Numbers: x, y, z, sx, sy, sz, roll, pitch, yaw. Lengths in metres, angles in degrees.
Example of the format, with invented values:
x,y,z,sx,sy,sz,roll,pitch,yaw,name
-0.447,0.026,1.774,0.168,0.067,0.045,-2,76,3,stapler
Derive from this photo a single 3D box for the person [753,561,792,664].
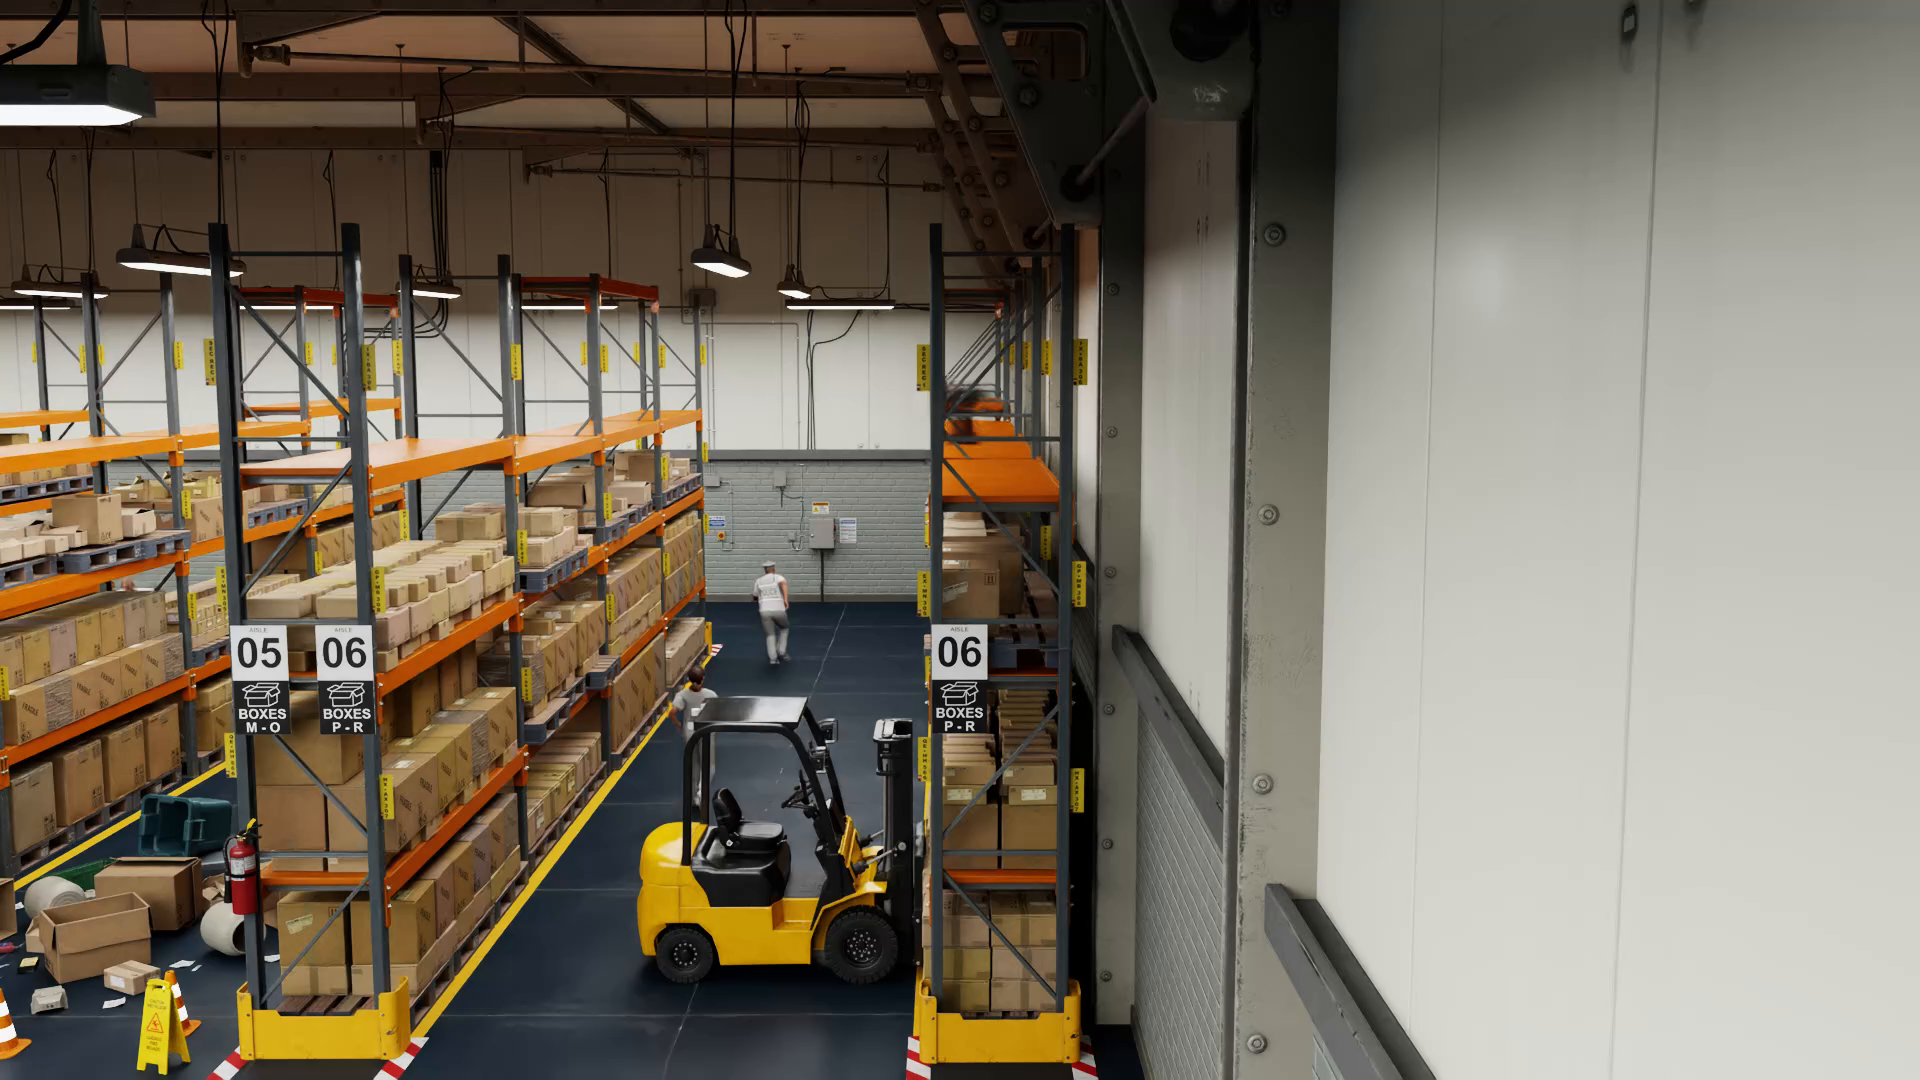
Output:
x,y,z,sx,sy,sz,roll,pitch,yaw,name
-3.067,1.195,27.075,0.645,1.637,1.021,0,7,2,person

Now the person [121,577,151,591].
x,y,z,sx,sy,sz,roll,pitch,yaw,name
-12.808,1.337,25.923,0.733,1.625,0.910,-3,7,-26,person

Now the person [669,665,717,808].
x,y,z,sx,sy,sz,roll,pitch,yaw,name
-2.917,2.193,18.449,0.584,1.642,0.903,0,7,-3,person
